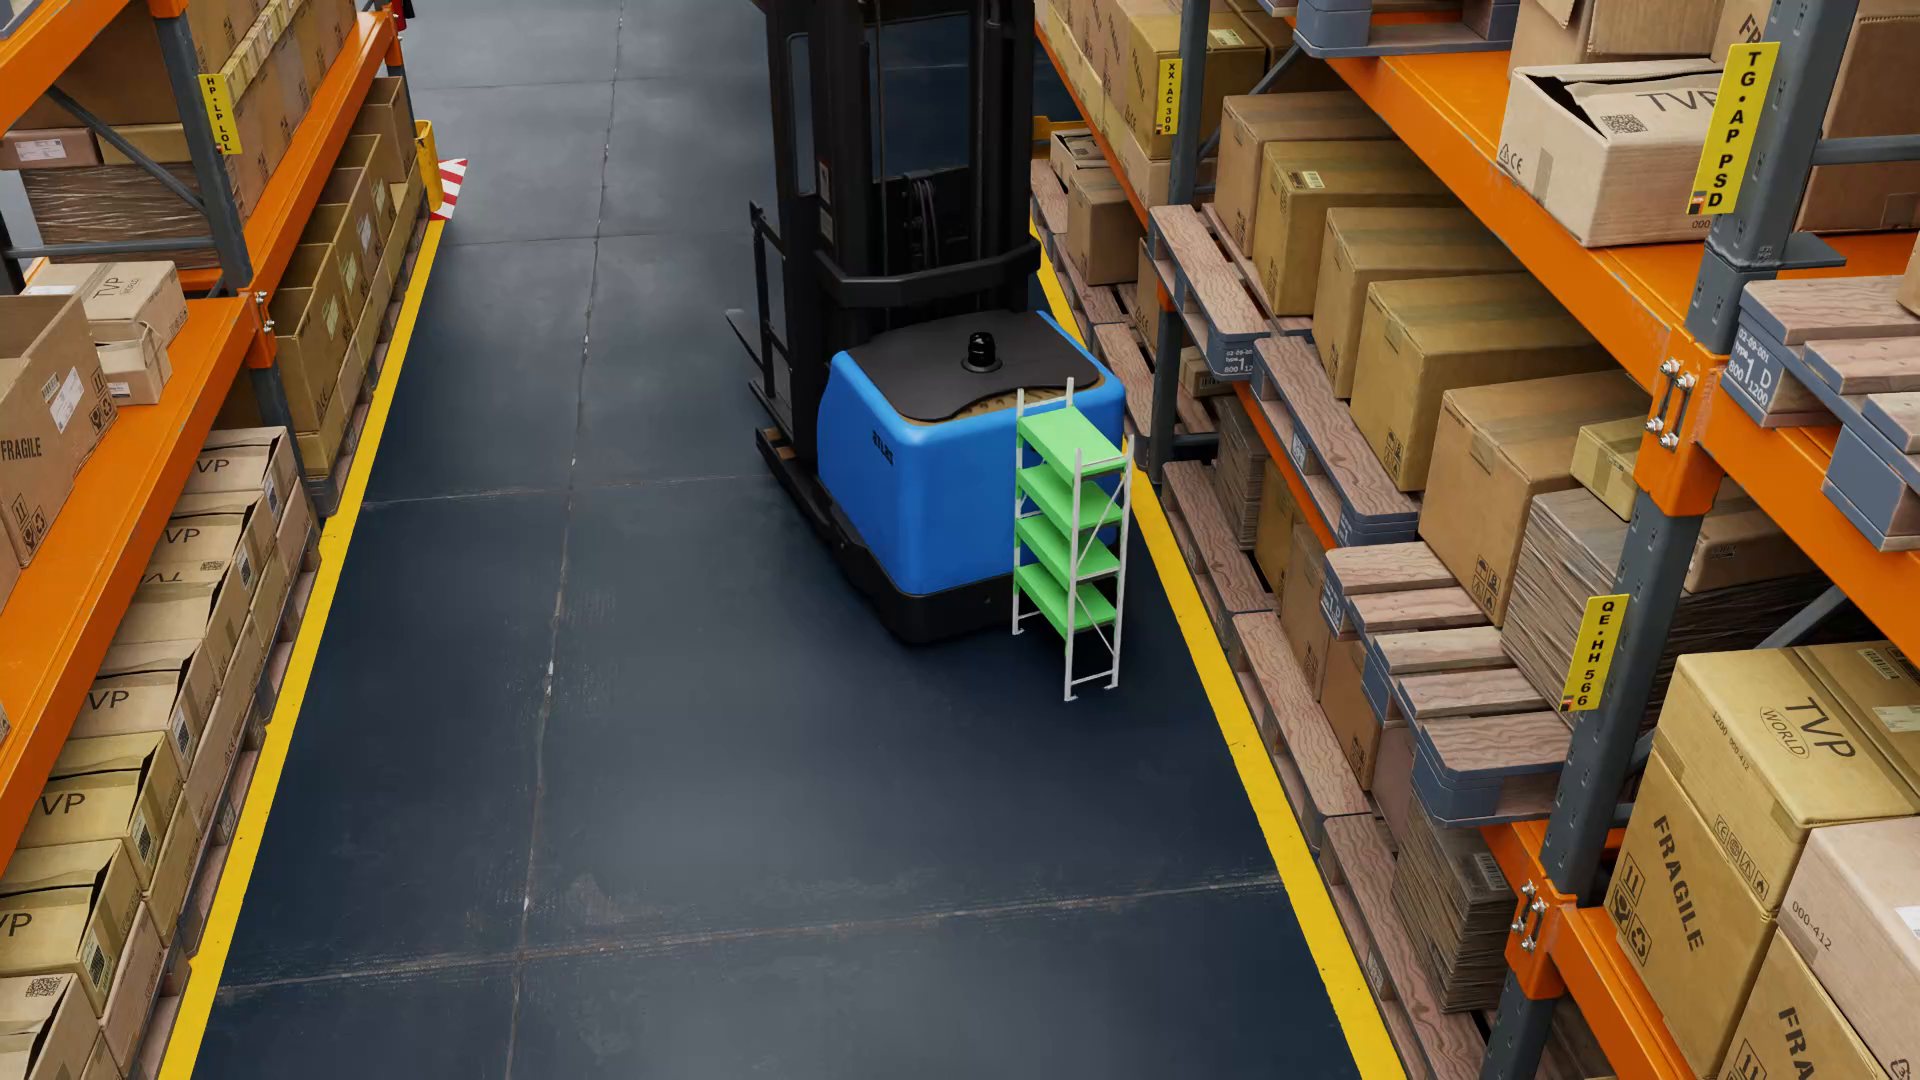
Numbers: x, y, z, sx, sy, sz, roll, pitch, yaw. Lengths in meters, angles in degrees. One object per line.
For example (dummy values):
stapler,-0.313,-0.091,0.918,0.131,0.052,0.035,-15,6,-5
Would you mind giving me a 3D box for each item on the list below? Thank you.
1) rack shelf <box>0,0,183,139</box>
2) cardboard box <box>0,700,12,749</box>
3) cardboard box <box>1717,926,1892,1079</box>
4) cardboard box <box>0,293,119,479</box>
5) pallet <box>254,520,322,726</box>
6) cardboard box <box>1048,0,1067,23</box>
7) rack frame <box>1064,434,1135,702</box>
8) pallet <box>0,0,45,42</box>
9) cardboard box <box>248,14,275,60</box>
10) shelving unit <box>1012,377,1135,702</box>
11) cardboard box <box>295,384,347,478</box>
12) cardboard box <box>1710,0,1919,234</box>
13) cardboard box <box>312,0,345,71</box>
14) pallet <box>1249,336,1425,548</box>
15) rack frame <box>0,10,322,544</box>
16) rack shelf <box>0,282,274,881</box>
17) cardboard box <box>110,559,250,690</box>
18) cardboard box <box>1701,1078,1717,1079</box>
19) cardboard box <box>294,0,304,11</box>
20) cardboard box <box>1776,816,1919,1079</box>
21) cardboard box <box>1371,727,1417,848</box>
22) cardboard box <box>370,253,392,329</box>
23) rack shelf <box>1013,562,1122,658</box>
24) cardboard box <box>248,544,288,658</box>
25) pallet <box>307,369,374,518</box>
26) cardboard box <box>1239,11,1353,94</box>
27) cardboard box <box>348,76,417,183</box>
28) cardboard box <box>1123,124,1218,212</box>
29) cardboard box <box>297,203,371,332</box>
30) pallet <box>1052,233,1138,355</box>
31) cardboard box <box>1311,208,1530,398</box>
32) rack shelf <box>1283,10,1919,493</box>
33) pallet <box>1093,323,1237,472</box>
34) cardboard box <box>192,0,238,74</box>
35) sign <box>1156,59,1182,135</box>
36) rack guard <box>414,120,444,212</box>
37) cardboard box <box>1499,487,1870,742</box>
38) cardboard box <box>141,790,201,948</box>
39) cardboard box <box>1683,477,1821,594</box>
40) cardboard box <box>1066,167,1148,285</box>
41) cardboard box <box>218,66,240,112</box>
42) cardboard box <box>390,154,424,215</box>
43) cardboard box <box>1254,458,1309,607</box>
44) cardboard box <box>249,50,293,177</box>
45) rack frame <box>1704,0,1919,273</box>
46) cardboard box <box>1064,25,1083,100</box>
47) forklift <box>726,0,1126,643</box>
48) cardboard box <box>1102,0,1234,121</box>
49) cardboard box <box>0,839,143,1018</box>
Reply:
rack shelf,-3.209,-1.024,4.564,1.077,0.370,4.000,-4,35,-6
cardboard box,-2.869,0.558,4.347,0.500,0.311,0.500,-5,35,-7
cardboard box,1.841,1.068,3.148,0.500,0.500,0.500,-3,34,-5
cardboard box,-3.320,-0.515,5.754,0.500,0.500,0.500,-2,34,-3
pallet,-3.340,0.363,7.030,1.003,0.211,1.213,-4,35,-6
cardboard box,0.778,-3.209,9.244,0.500,0.500,0.500,-5,35,-8
rack frame,0.538,0.134,6.488,0.240,1.200,0.015,-14,37,-20
pallet,-3.347,-1.867,5.332,0.805,0.209,1.217,-6,35,-8
cardboard box,-3.500,-2.390,7.929,0.380,0.149,0.250,-5,35,-8
shelving unit,0.437,0.009,6.672,0.258,1.200,0.503,-14,37,-20
cardboard box,-3.240,-0.517,7.913,0.500,0.250,0.500,-4,35,-6
cardboard box,2.099,-1.051,3.859,0.500,0.500,0.500,-4,35,-6
cardboard box,-3.891,-2.917,9.278,0.700,0.500,0.500,-4,34,-5
pallet,1.661,-0.365,5.792,1.003,0.211,1.213,-4,35,-6
rack frame,-3.478,-1.198,6.844,1.000,3.000,0.127,-4,35,-6
rack shelf,-3.209,0.216,5.409,1.077,0.370,4.000,-4,35,-6
cardboard box,-2.999,0.306,6.208,0.500,0.311,0.500,-4,35,-7
cardboard box,1.760,1.250,3.457,0.380,0.149,0.250,-3,34,-5
cardboard box,-3.600,-2.818,8.557,0.380,0.149,0.250,-3,34,-5
cardboard box,1.847,0.748,2.953,0.500,0.250,0.500,-5,35,-7
cardboard box,1.865,0.814,5.720,0.700,0.500,0.500,-4,35,-6
cardboard box,-3.438,-1.354,9.142,0.500,0.250,0.500,-4,35,-6
rack shelf,0.437,0.260,6.843,0.258,0.148,0.480,-14,37,-20
cardboard box,-3.069,0.257,6.778,0.500,0.250,0.500,-5,35,-7
pallet,-3.544,-0.492,8.285,1.003,0.211,1.213,-4,35,-6
cardboard box,1.574,-2.109,7.631,0.500,0.500,0.500,-5,35,-7
cardboard box,-3.649,-2.500,10.158,0.500,0.500,0.500,-4,35,-6
cardboard box,1.066,-1.763,7.788,0.500,0.250,0.500,-4,35,-6
cardboard box,-3.365,-1.385,8.522,0.500,0.500,0.500,-4,35,-6
pallet,1.137,-1.477,9.730,1.003,0.211,1.213,-4,35,-6
cardboard box,1.652,-0.834,5.831,0.700,0.500,0.500,0,34,0
rack shelf,1.699,-1.401,5.117,1.077,0.370,4.000,-4,35,-6
pallet,1.305,-0.795,8.729,1.003,0.211,1.213,-4,35,-6
cardboard box,-3.613,-2.304,7.227,0.700,0.500,0.500,-4,35,-6
sign,0.893,-1.887,7.087,0.100,0.325,0.005,-4,35,-6
rack guard,-4.019,-2.410,10.843,1.175,0.500,0.348,-4,35,-6
cardboard box,1.895,0.173,4.354,0.700,0.500,0.500,-8,35,-12
cardboard box,-2.864,1.113,5.522,0.500,0.250,0.500,-5,35,-8
cardboard box,1.892,-0.024,4.066,0.380,0.149,0.250,-9,35,-13
cardboard box,1.022,-1.832,9.603,0.700,0.500,0.500,-6,35,-9
cardboard box,-3.393,-1.956,7.291,0.380,0.149,0.250,-5,35,-8
cardboard box,-3.651,-2.190,10.369,0.500,0.250,0.500,-4,35,-6
cardboard box,1.665,-0.030,6.959,0.700,0.500,0.500,-5,35,-7
cardboard box,-3.685,-2.060,8.021,0.700,0.500,0.500,-4,34,-6
rack frame,1.968,-1.822,2.432,1.000,3.000,0.127,-4,35,-6
cardboard box,0.855,-2.601,9.019,0.500,0.250,0.500,-4,34,-6
forklift,-0.369,-1.598,7.492,1.130,2.935,3.031,-14,37,-20
cardboard box,0.987,-2.350,7.984,0.500,0.500,0.500,-5,35,-7
cardboard box,-2.799,1.159,4.957,0.500,0.311,0.500,-5,35,-8
